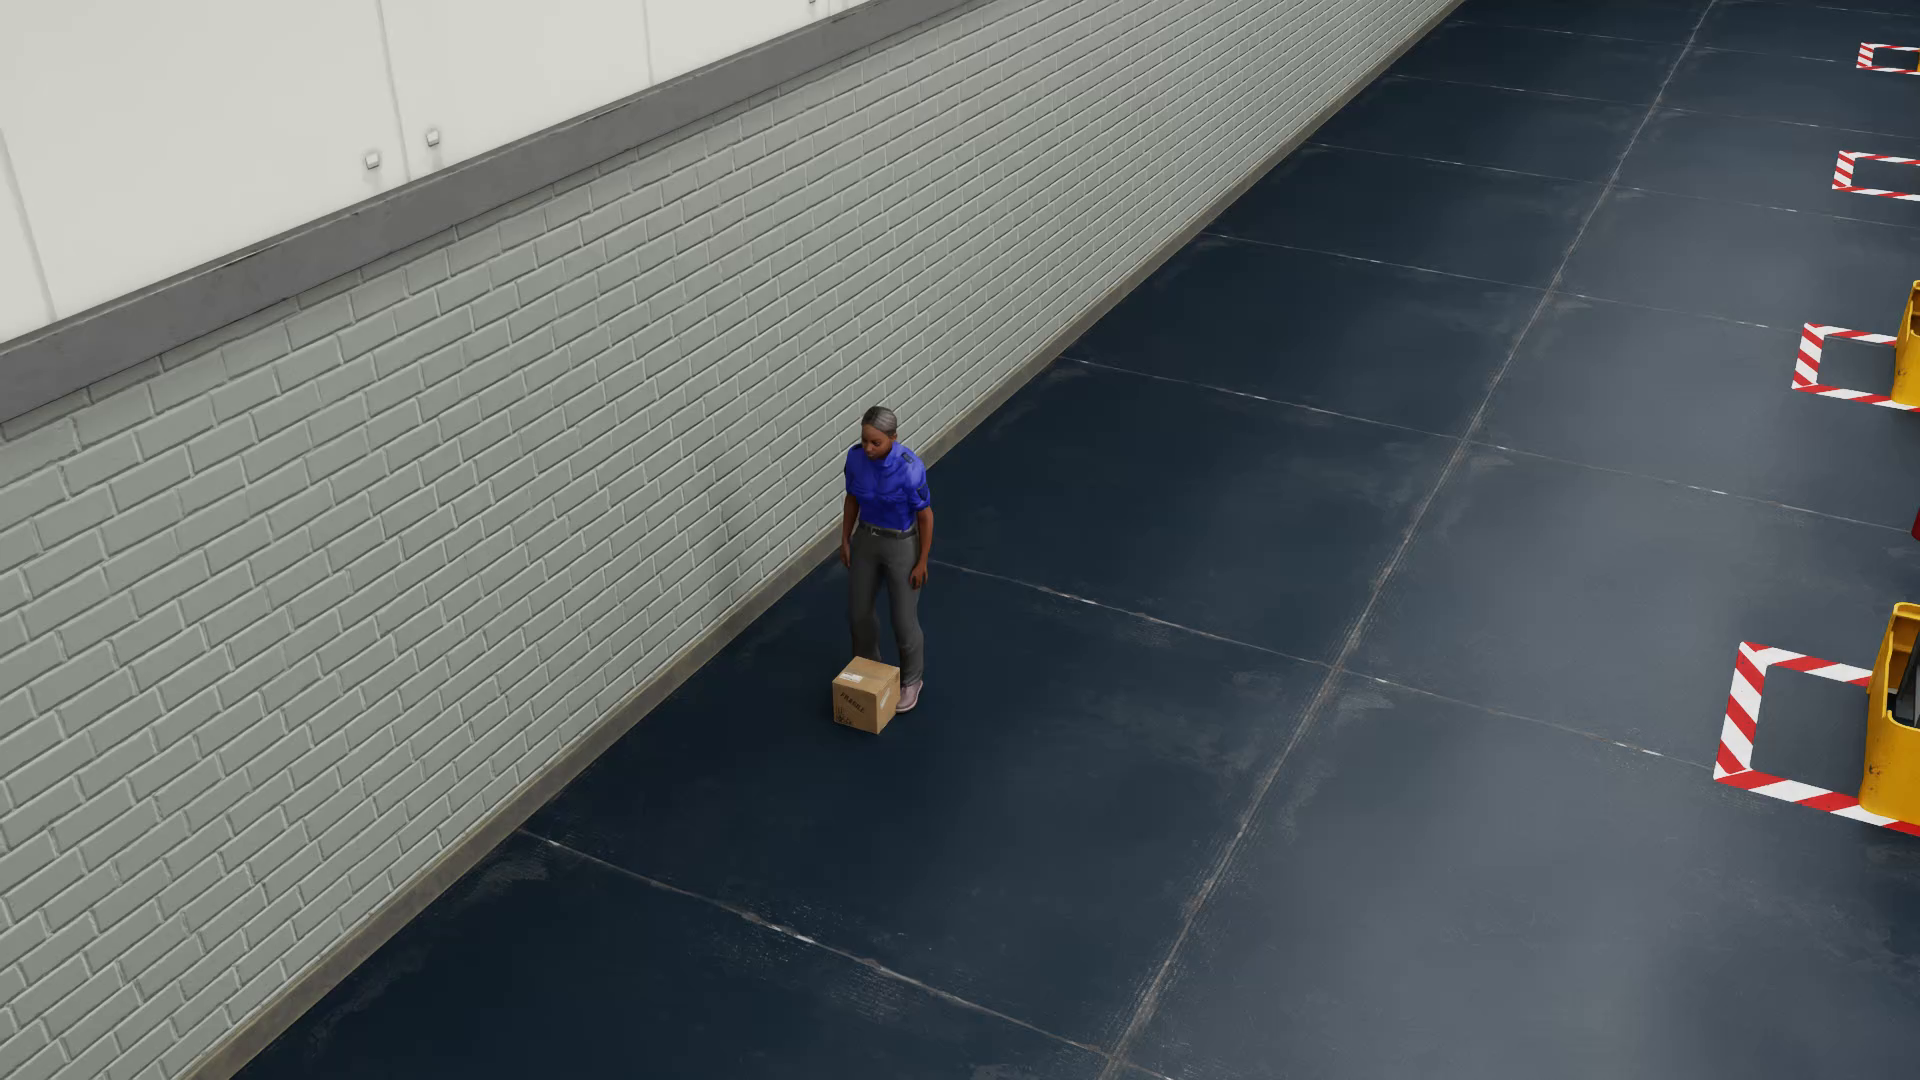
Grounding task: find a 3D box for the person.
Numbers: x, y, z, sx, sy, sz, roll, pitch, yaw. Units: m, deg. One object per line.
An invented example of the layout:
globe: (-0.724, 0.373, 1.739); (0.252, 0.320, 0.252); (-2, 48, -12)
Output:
person: (-0.373, 0.063, 8.183); (0.503, 1.654, 0.350); (14, 33, 23)
